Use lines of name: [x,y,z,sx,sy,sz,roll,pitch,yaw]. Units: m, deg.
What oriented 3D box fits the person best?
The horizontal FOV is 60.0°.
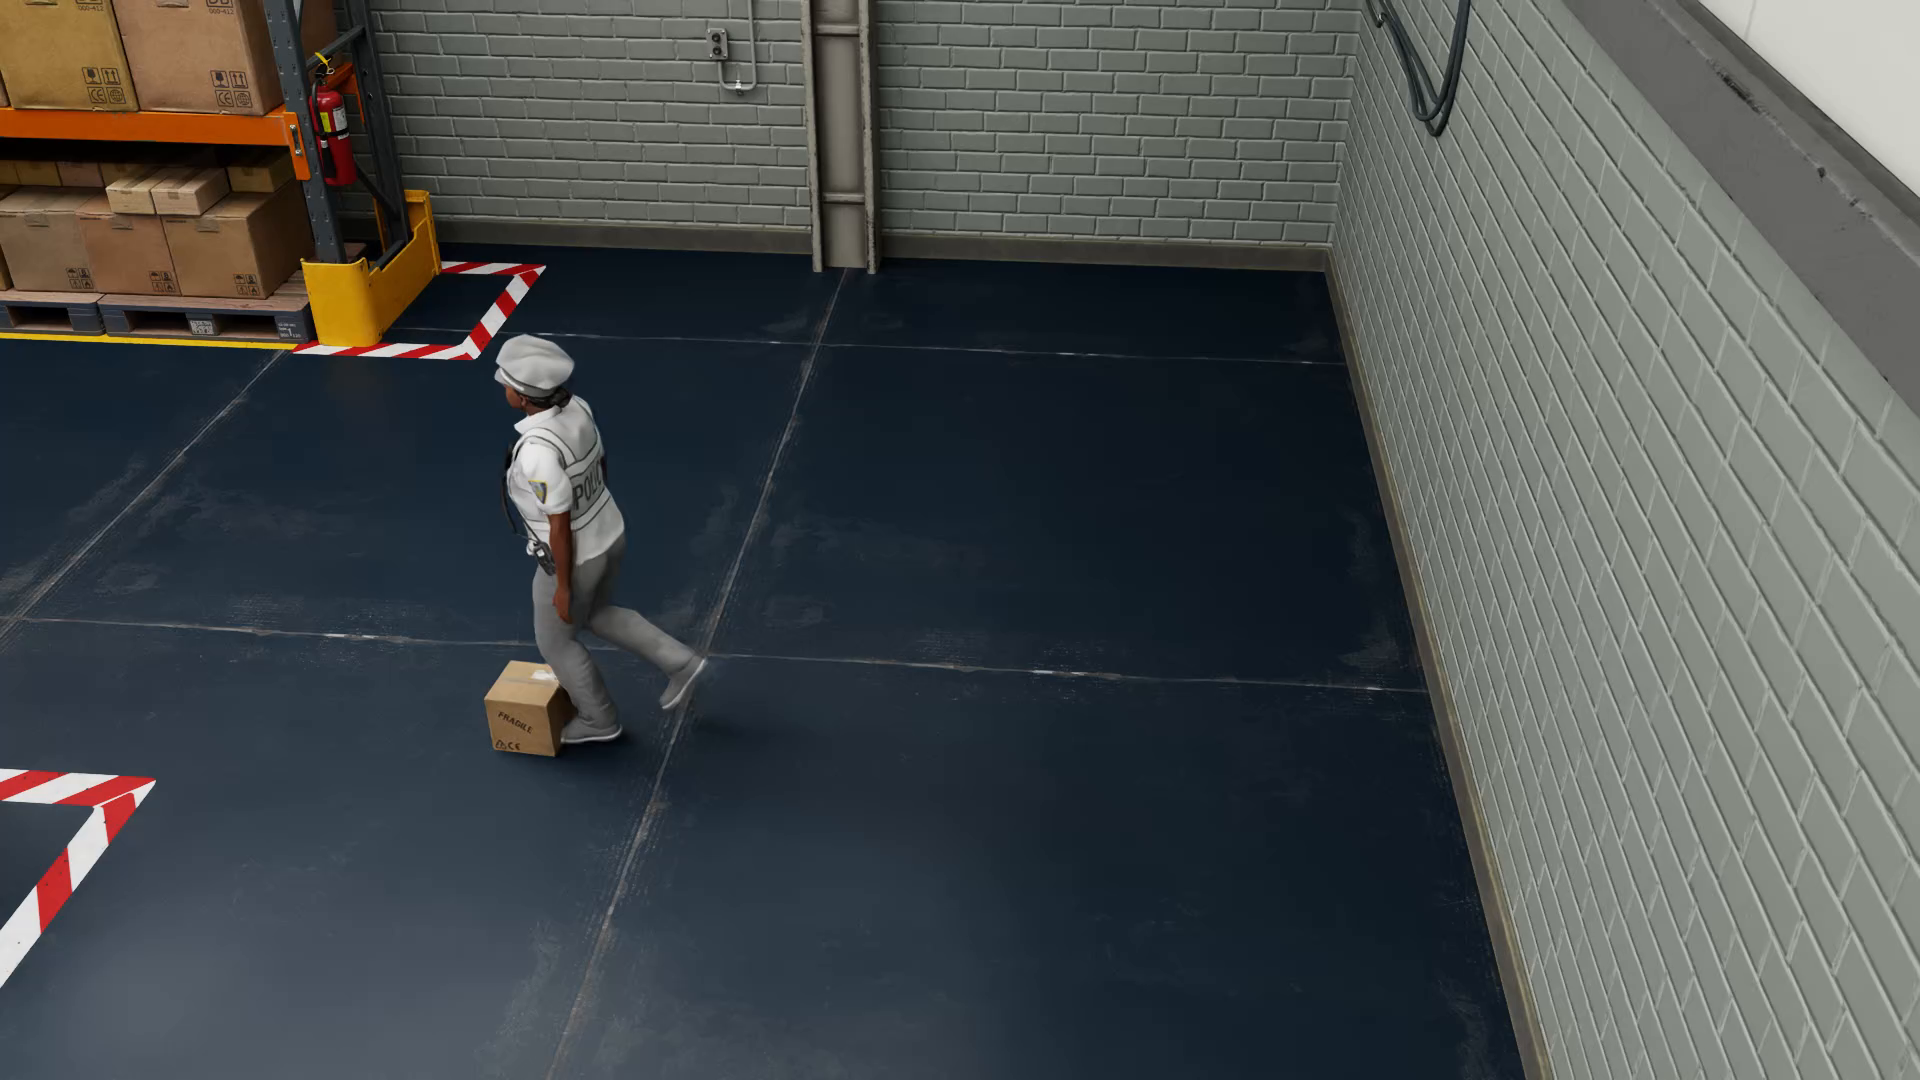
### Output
person: [-1.290,0.039,6.045,0.604,1.667,0.490,7,33,10]
